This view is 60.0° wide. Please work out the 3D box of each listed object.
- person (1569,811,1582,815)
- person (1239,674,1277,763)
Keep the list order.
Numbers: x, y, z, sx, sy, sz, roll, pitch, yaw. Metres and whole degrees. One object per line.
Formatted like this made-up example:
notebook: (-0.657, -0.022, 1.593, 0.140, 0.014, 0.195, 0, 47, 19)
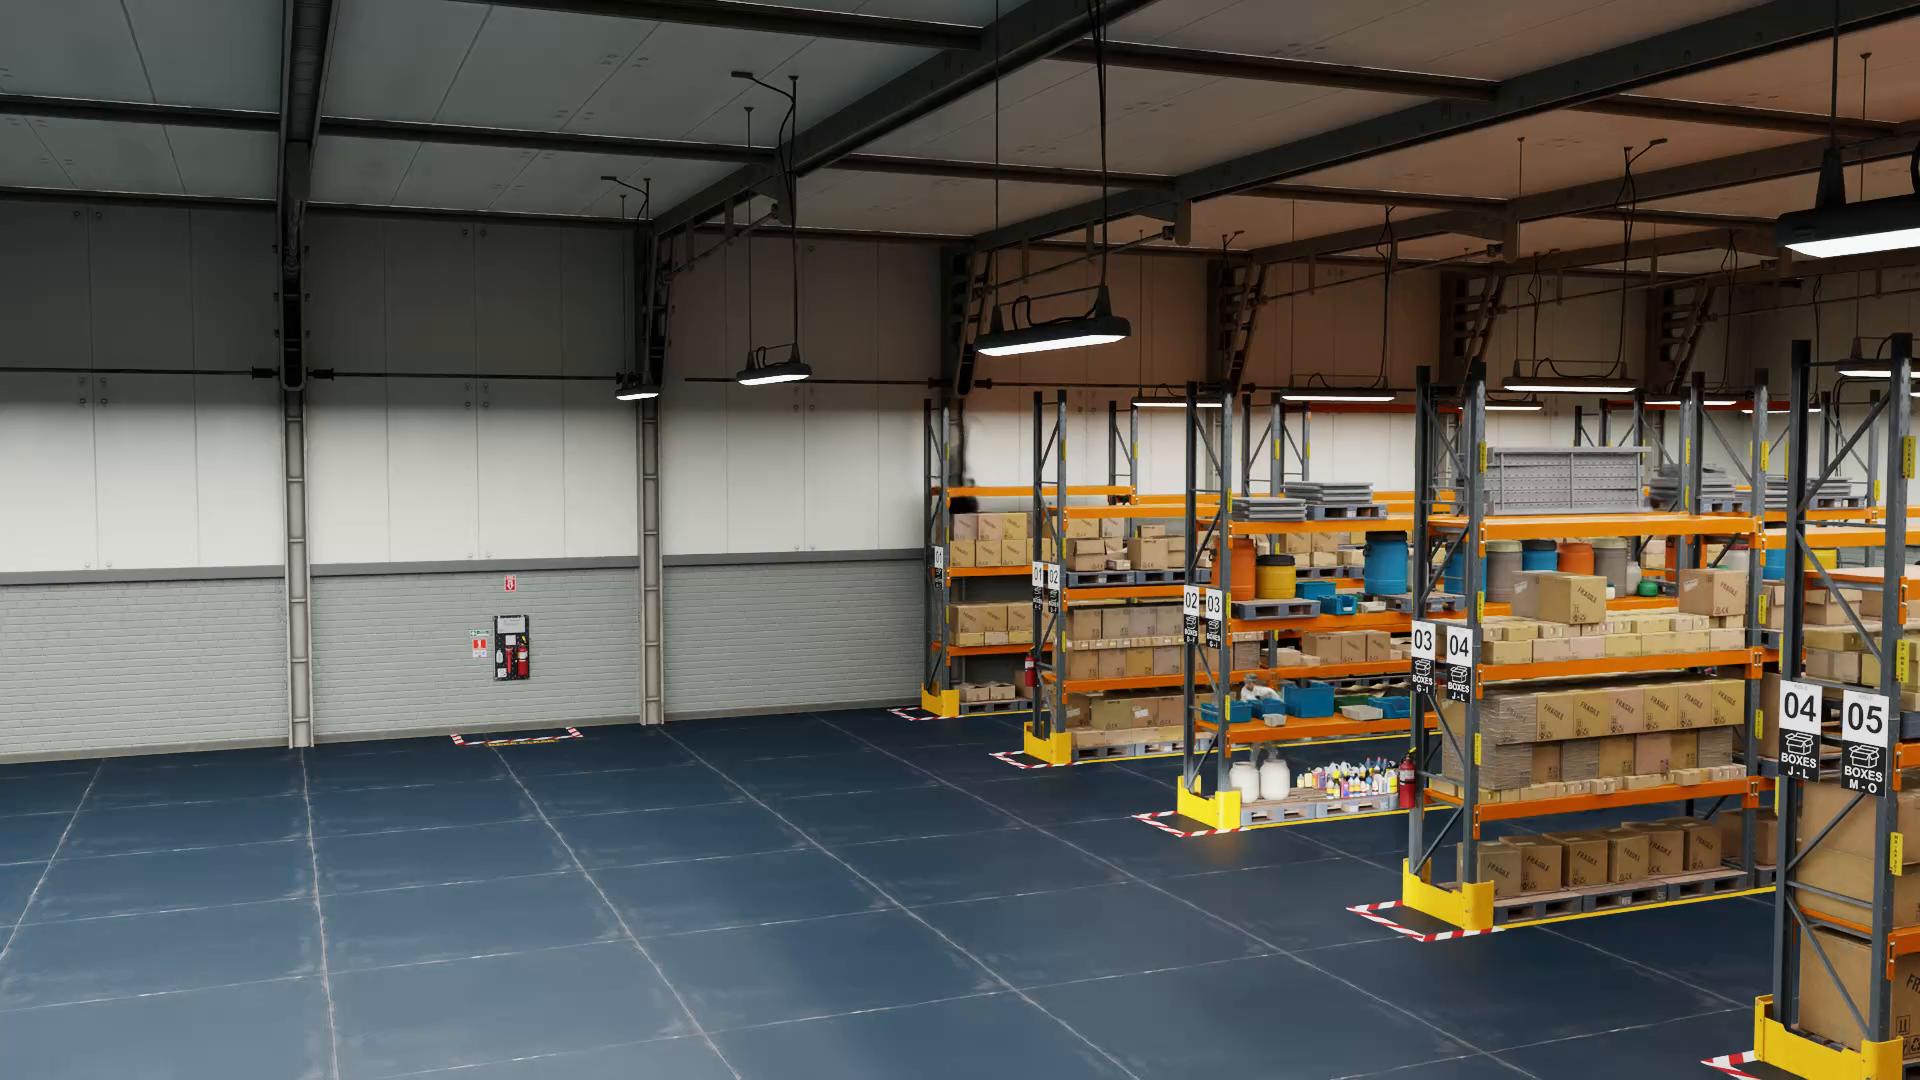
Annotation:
person: (8.919, 2.992, 23.299, 1.007, 1.680, 0.697, -2, 4, -36)
person: (4.696, 2.857, 25.989, 0.646, 1.630, 0.959, 3, 4, 37)
